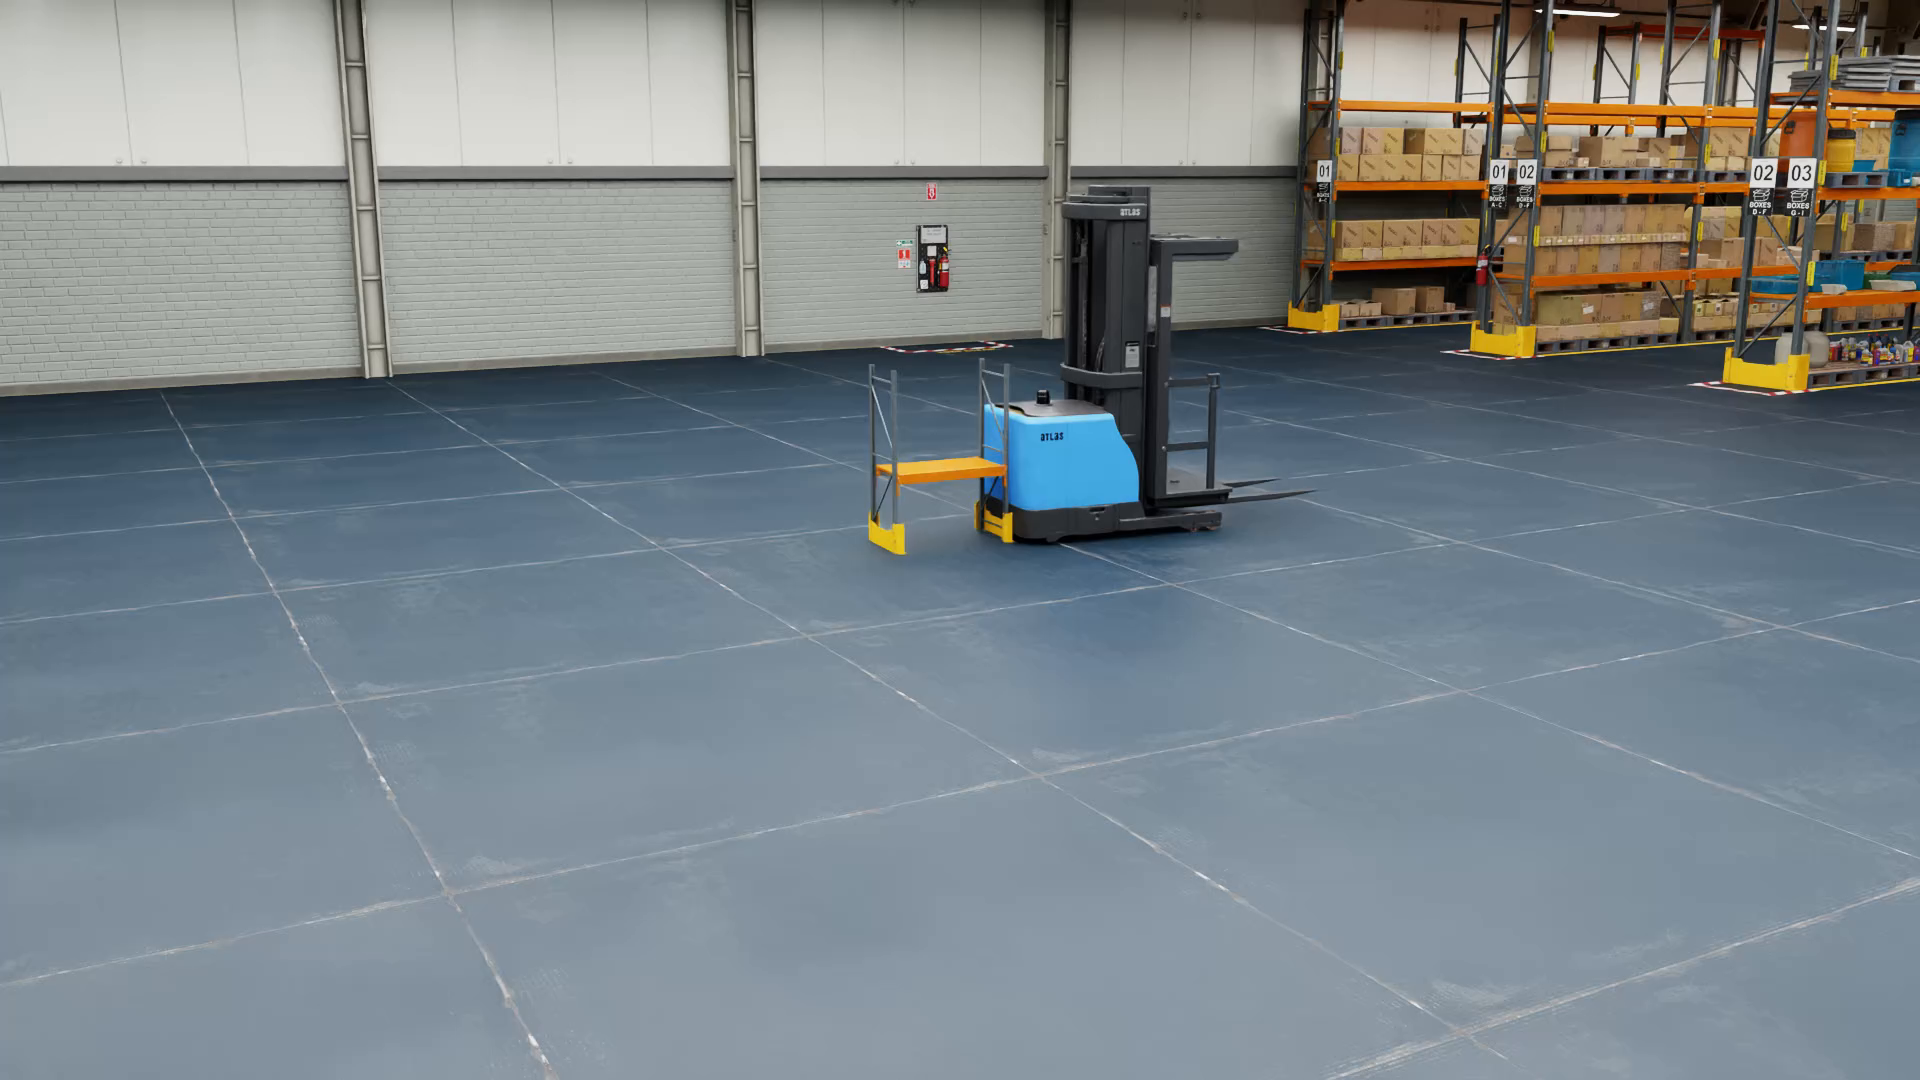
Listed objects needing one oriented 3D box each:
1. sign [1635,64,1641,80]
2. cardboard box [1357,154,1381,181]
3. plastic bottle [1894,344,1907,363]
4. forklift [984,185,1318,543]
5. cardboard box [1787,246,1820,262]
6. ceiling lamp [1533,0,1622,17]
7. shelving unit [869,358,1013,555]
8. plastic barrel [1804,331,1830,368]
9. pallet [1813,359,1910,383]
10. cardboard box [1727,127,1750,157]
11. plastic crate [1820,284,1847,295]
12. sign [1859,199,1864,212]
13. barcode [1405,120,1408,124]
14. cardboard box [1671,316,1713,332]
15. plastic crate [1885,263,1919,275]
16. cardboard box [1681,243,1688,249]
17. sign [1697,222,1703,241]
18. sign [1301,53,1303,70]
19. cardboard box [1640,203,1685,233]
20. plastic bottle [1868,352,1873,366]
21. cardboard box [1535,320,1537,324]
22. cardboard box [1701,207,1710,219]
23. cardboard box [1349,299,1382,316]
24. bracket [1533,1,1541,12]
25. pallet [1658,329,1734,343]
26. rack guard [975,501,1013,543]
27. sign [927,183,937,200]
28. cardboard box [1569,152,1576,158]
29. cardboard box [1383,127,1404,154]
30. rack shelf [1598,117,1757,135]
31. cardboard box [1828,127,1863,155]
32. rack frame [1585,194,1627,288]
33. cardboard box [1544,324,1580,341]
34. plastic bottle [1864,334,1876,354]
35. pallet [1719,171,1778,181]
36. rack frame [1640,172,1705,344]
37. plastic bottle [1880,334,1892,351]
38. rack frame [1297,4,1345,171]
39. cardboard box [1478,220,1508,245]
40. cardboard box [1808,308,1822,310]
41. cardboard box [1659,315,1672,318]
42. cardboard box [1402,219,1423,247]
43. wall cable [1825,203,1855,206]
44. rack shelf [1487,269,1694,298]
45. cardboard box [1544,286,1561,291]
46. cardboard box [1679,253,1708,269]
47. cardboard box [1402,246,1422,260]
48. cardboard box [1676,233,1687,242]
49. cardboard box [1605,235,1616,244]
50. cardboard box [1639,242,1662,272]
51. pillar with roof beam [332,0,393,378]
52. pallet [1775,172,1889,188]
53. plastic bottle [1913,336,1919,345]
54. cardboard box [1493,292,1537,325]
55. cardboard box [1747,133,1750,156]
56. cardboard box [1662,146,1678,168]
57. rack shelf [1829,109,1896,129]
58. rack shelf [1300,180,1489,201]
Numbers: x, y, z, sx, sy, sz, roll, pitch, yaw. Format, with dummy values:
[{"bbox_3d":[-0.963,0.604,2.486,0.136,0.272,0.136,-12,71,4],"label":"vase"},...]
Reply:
[{"bbox_3d":[14.106,-9.744,34.602,0.005,0.325,0.100,-7,14,-28],"label":"sign"},{"bbox_3d":[7.718,-7.143,31.912,0.500,0.500,0.500,-6,14,-24],"label":"cardboard box"},{"bbox_3d":[14.050,-2.788,24.868,0.135,0.276,0.152,-7,14,-27],"label":"plastic bottle"},{"bbox_3d":[1.732,-1.600,14.542,3.031,2.935,1.130,-5,14,-23],"label":"forklift"},{"bbox_3d":[15.874,-5.399,31.469,0.500,0.311,0.500,-6,14,-24],"label":"cardboard box"},{"bbox_3d":[11.553,-11.225,30.197,2.000,3.185,0.800,-7,14,-28],"label":"ceiling lamp"},{"bbox_3d":[-0.162,-0.720,13.892,1.083,1.500,0.587,-6,14,-25],"label":"shelving unit"},{"bbox_3d":[12.544,-2.803,24.443,0.421,0.512,0.421,0,13,0],"label":"plastic barrel"},{"bbox_3d":[13.392,-2.544,24.932,1.213,0.211,1.003,-7,14,-28],"label":"pallet"},{"bbox_3d":[13.753,-7.134,29.821,0.500,0.500,0.500,-5,14,-22],"label":"cardboard box"},{"bbox_3d":[12.502,-3.579,23.780,0.250,0.136,0.298,-7,14,-28],"label":"plastic crate"},{"bbox_3d":[21.107,-7.842,38.947,0.005,0.325,0.100,-7,14,-28],"label":"sign"},{"bbox_3d":[8.901,-8.332,33.142,0.075,0.075,0.001,-7,14,-28],"label":"barcode"},{"bbox_3d":[13.176,-3.909,29.954,0.500,0.250,0.500,-7,15,-29],"label":"cardboard box"},{"bbox_3d":[14.553,-4.035,25.349,0.504,0.338,0.767,-7,14,-28],"label":"plastic crate"},{"bbox_3d":[15.813,-6.493,36.656,0.250,0.149,0.380,-6,14,-26],"label":"cardboard box"},{"bbox_3d":[12.971,-5.405,29.143,0.005,0.325,0.100,-7,14,-28],"label":"sign"},{"bbox_3d":[6.568,-9.153,31.798,0.005,0.325,0.100,-7,14,-28],"label":"sign"},{"bbox_3d":[12.317,-5.685,29.355,0.500,0.500,0.700,-7,14,-28],"label":"cardboard box"},{"bbox_3d":[13.394,-2.666,24.496,0.097,0.201,0.097,0,13,0],"label":"plastic bottle"},{"bbox_3d":[9.955,-3.662,28.855,0.500,0.250,0.500,-7,14,-28],"label":"cardboard box"},{"bbox_3d":[16.160,-7.212,36.667,0.500,0.250,0.500,-7,14,-27],"label":"cardboard box"},{"bbox_3d":[7.967,-4.603,32.852,0.500,0.311,0.500,-6,14,-23],"label":"cardboard box"},{"bbox_3d":[12.088,-11.027,34.413,0.430,0.232,0.235,-7,14,-28],"label":"bracket"},{"bbox_3d":[13.332,-3.776,30.406,1.213,0.211,1.003,-7,14,-28],"label":"pallet"},{"bbox_3d":[0.286,-0.158,14.240,0.087,0.250,0.587,-6,14,-25],"label":"rack guard"},{"bbox_3d":[-0.493,-6.090,29.060,0.199,0.298,0.001,-7,14,-28],"label":"sign"},{"bbox_3d":[10.077,-6.466,28.242,0.500,0.250,0.500,-7,14,-28],"label":"cardboard box"},{"bbox_3d":[8.179,-7.687,32.052,0.500,0.500,0.500,-6,14,-26],"label":"cardboard box"},{"bbox_3d":[15.593,-9.017,36.231,4.000,0.370,1.077,-7,14,-28],"label":"rack shelf"},{"bbox_3d":[16.601,-7.517,31.340,0.500,0.500,0.500,-7,14,-28],"label":"cardboard box"},{"bbox_3d":[13.838,-6.426,35.832,0.127,3.000,1.000,-7,14,-28],"label":"rack frame"},{"bbox_3d":[10.207,-3.561,28.405,0.500,0.250,0.500,-7,14,-28],"label":"cardboard box"},{"bbox_3d":[14.001,-2.994,25.611,0.185,0.351,0.144,-8,15,-30],"label":"plastic bottle"},{"bbox_3d":[14.682,-6.636,30.364,1.213,0.211,1.003,-6,14,-25],"label":"pallet"},{"bbox_3d":[12.704,-5.051,29.722,0.127,3.000,1.000,-7,14,-28],"label":"rack frame"},{"bbox_3d":[14.235,-2.986,25.575,0.185,0.351,0.144,-7,14,-28],"label":"plastic bottle"},{"bbox_3d":[6.816,-8.511,31.433,0.127,3.000,1.000,-7,14,-28],"label":"rack frame"},{"bbox_3d":[10.790,-6.316,34.111,0.500,0.500,0.700,-7,14,-28],"label":"cardboard box"},{"bbox_3d":[15.873,-4.506,31.330,0.500,0.311,0.500,-6,14,-26],"label":"cardboard box"},{"bbox_3d":[12.929,-4.014,30.419,0.500,0.250,0.500,-7,14,-28],"label":"cardboard box"},{"bbox_3d":[8.721,-6.039,32.700,0.500,0.500,0.500,-6,14,-26],"label":"cardboard box"},{"bbox_3d":[21.530,-8.080,40.868,1.851,1.984,0.084,-7,14,-28],"label":"wall cable"},{"bbox_3d":[10.948,-4.490,28.866,4.000,0.370,1.077,-7,14,-28],"label":"rack shelf"},{"bbox_3d":[12.300,-5.246,35.279,0.500,0.500,0.700,-7,14,-28],"label":"cardboard box"},{"bbox_3d":[13.115,-5.038,30.006,0.500,0.250,0.500,-6,14,-24],"label":"cardboard box"},{"bbox_3d":[8.740,-5.674,32.785,0.500,0.250,0.500,-7,14,-27],"label":"cardboard box"},{"bbox_3d":[12.568,-5.346,29.329,0.250,0.149,0.380,-7,14,-28],"label":"cardboard box"},{"bbox_3d":[10.990,-5.157,28.486,0.250,0.149,0.380,-7,14,-27],"label":"cardboard box"},{"bbox_3d":[11.857,-4.995,29.246,0.500,0.500,0.700,-7,14,-28],"label":"cardboard box"},{"bbox_3d":[-6.721,-6.028,20.401,0.400,9.000,9.100,-7,14,-28],"label":"pillar with roof beam"},{"bbox_3d":[12.336,-5.115,23.603,1.213,0.211,1.003,-7,14,-28],"label":"pallet"},{"bbox_3d":[14.578,-2.923,25.296,0.185,0.351,0.144,-7,14,-28],"label":"plastic bottle"},{"bbox_3d":[9.521,-3.973,28.531,0.500,0.500,0.500,-7,14,-28],"label":"cardboard box"},{"bbox_3d":[17.850,-8.975,37.775,0.500,0.500,0.500,-7,14,-28],"label":"cardboard box"},{"bbox_3d":[15.168,-8.337,36.259,0.500,0.500,0.700,-6,14,-25],"label":"cardboard box"},{"bbox_3d":[17.970,-8.063,31.991,4.000,0.370,1.077,-7,14,-28],"label":"rack shelf"},{"bbox_3d":[8.571,-6.907,32.777,4.000,0.370,1.077,-7,14,-28],"label":"rack shelf"}]
